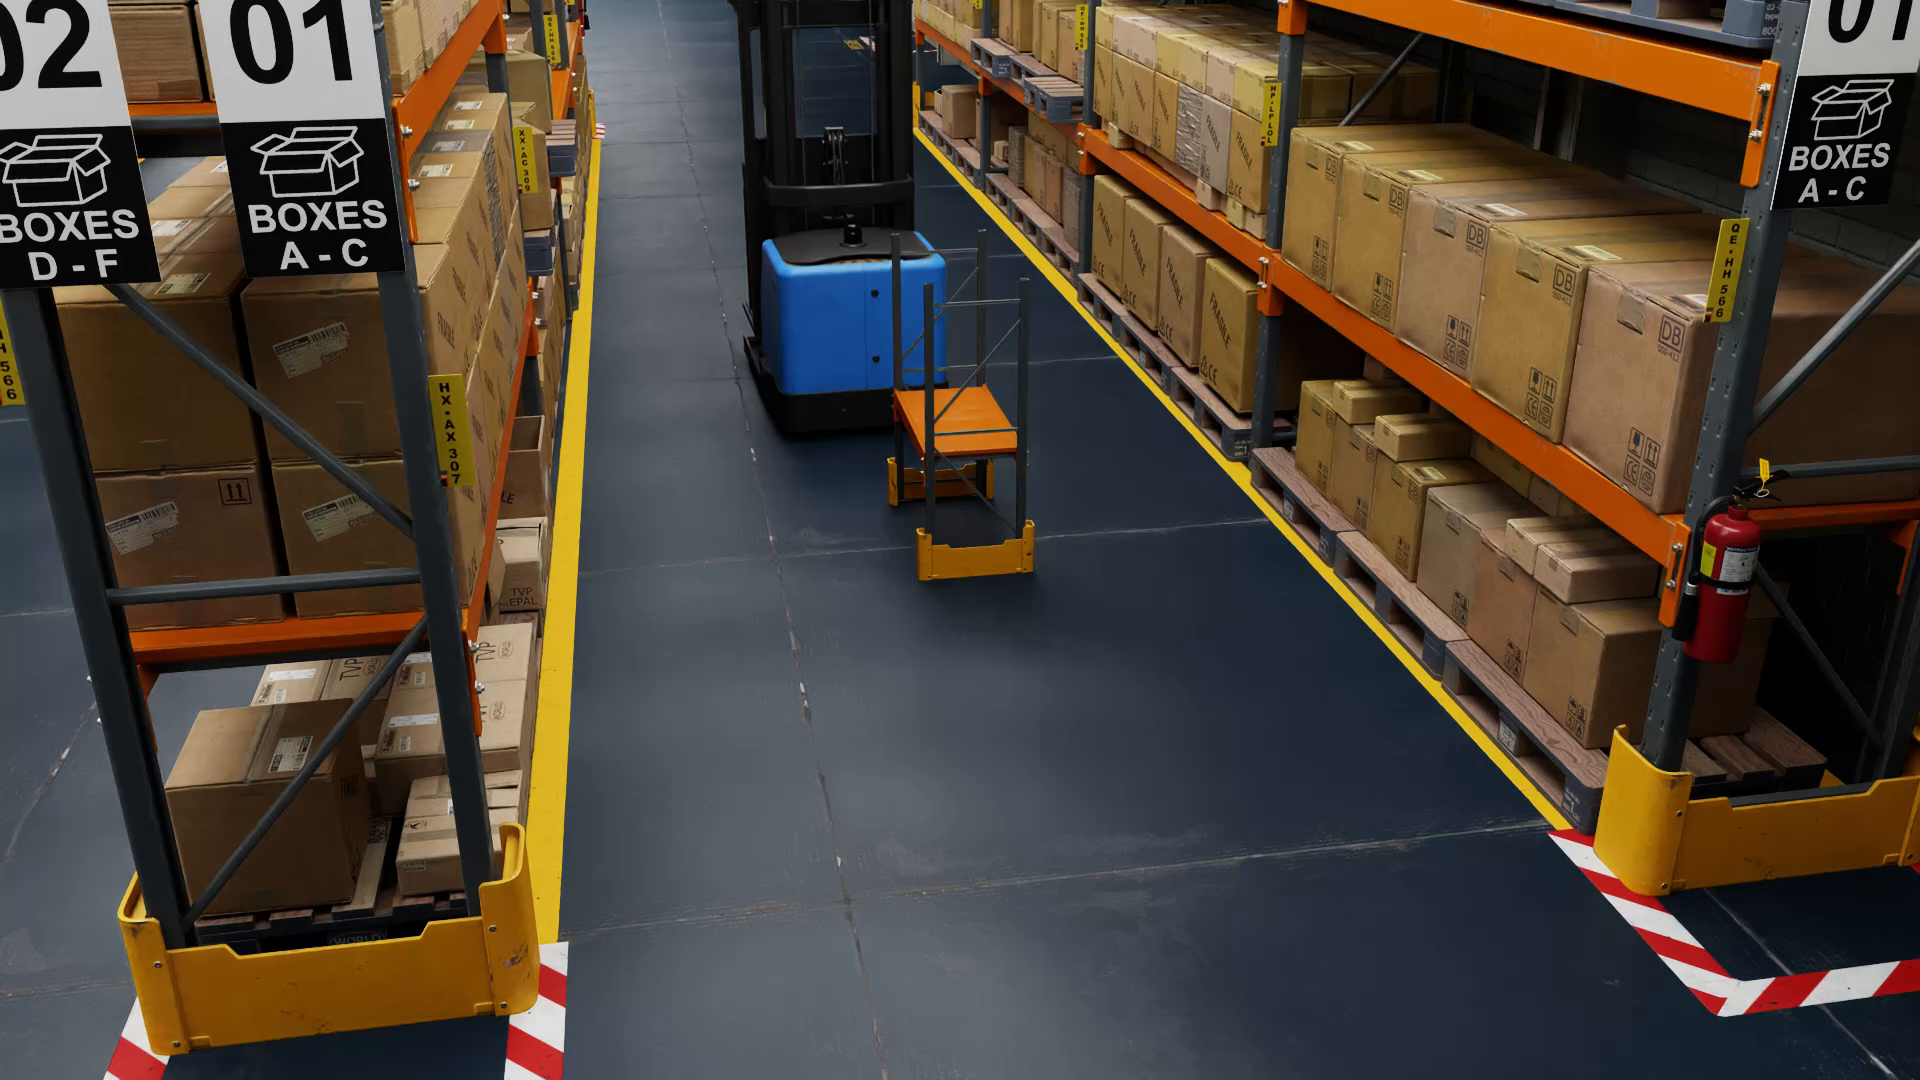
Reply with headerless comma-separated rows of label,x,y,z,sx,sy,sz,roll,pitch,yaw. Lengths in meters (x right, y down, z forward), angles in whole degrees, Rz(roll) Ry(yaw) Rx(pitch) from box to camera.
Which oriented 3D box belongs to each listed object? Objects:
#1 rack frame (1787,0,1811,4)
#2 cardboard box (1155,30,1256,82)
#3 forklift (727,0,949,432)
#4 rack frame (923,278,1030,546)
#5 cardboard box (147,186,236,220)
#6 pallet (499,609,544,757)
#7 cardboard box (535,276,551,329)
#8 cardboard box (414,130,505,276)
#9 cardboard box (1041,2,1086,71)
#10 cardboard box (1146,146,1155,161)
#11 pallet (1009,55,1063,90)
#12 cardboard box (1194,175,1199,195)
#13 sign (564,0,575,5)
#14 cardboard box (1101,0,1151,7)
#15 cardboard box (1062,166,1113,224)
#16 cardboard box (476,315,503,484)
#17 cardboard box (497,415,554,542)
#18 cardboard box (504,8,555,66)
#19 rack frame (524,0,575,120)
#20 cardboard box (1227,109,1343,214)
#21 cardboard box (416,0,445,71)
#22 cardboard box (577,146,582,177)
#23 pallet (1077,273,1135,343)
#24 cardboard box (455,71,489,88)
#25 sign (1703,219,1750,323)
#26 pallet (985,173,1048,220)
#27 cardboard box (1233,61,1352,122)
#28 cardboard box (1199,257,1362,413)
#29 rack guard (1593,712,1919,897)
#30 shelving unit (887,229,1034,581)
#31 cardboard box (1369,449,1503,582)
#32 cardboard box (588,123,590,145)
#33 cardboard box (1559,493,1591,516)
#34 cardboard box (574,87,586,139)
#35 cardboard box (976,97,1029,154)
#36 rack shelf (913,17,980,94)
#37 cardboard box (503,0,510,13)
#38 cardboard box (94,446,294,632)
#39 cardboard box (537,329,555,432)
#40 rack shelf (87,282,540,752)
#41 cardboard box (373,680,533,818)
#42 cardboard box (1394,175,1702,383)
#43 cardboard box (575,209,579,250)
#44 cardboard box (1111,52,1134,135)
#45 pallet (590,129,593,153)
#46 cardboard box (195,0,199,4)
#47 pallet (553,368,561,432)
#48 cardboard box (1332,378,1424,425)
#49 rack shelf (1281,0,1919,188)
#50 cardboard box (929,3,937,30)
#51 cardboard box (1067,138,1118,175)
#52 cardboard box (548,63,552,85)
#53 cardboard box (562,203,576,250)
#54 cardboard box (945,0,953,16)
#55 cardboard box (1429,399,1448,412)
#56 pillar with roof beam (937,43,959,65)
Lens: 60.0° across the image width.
rack frame,2.924,-2.981,4.333,1.000,3.000,0.127,-4,24,-10
cardboard box,1.572,-3.108,10.660,0.500,0.250,0.500,-5,24,-11
forklift,-0.897,-2.558,10.946,1.130,2.935,3.031,-5,24,-12
rack frame,0.078,-0.521,8.069,0.500,1.500,0.032,-4,24,-10
cardboard box,-2.491,-0.925,5.746,0.500,0.500,0.500,-4,24,-8
pallet,-2.329,0.592,7.132,1.003,0.211,1.213,-4,24,-10
cardboard box,-2.719,-1.439,9.933,0.500,0.250,0.500,-4,24,-10
cardboard box,-2.145,-1.362,6.747,0.500,0.500,0.500,-4,24,-9
cardboard box,1.095,-4.299,14.170,0.700,0.500,0.500,-4,24,-10
cardboard box,1.506,-2.724,11.529,0.380,0.149,0.250,-4,24,-9
pallet,1.038,-4.066,14.553,1.003,0.211,1.213,-4,24,-10
cardboard box,1.683,-2.215,10.362,0.380,0.149,0.250,-4,24,-10
sign,-3.631,-5.122,15.383,0.100,0.325,0.005,-4,24,-10
cardboard box,1.277,-4.182,13.093,0.380,0.149,0.250,-8,25,-19
cardboard box,1.279,-2.925,14.274,0.700,0.500,0.500,-4,24,-10
cardboard box,-1.957,-0.504,6.031,0.500,0.500,0.500,-4,24,-10
cardboard box,-2.299,-0.290,8.240,0.500,0.500,0.500,-4,24,-10
cardboard box,-4.251,-4.804,15.877,0.700,0.500,0.500,-5,24,-11
rack frame,-4.163,-4.584,15.498,1.000,3.000,0.127,-4,24,-10
cardboard box,1.851,-2.160,9.425,0.500,0.500,0.500,-5,24,-11
cardboard box,-1.869,-1.588,5.079,0.500,0.250,0.500,-4,24,-10
cardboard box,-3.704,-3.431,15.068,0.500,0.311,0.500,-4,24,-8
pallet,1.516,-1.785,12.574,1.003,0.211,1.213,-4,24,-10
cardboard box,-3.215,-2.636,10.387,0.700,0.500,0.500,0,24,0
sign,2.388,-0.836,5.175,0.100,0.325,0.005,-4,24,-10
pallet,0.850,-3.368,16.198,1.003,0.211,1.213,-4,24,-10
cardboard box,1.846,-2.505,9.280,0.500,0.250,0.500,-4,24,-8
cardboard box,1.936,-1.259,10.045,0.750,0.750,0.750,-4,24,-9
rack guard,2.928,0.923,6.012,1.175,0.500,0.348,-4,24,-10
shelving unit,-0.014,-0.717,8.518,0.587,1.500,1.083,-4,24,-10
cardboard box,2.404,-0.151,7.946,0.700,0.500,0.500,-4,24,-9
cardboard box,-4.224,-4.312,17.785,0.500,0.250,0.500,-4,24,-10
cardboard box,2.775,-0.107,7.036,0.380,0.149,0.250,-4,24,-9
cardboard box,-4.041,-4.262,16.734,0.500,0.500,0.500,-4,24,-10
cardboard box,0.473,-4.413,17.681,0.500,0.500,0.500,-6,24,-14
rack shelf,0.335,-5.409,18.286,1.077,0.370,4.000,-4,24,-10
cardboard box,-4.424,-5.018,15.557,0.380,0.149,0.250,-4,24,-10
cardboard box,-2.294,-0.066,5.028,0.500,0.500,0.500,-4,24,-8
cardboard box,-2.643,-0.911,9.661,0.500,0.500,0.500,-4,24,-9
rack shelf,-2.314,-0.321,6.636,1.077,0.370,4.000,-4,24,-10
cardboard box,-1.858,0.763,6.141,0.500,0.250,0.500,-4,24,-10
cardboard box,2.542,-1.155,7.273,0.980,0.700,0.700,-5,24,-12
cardboard box,-3.427,-2.572,13.803,0.500,0.250,0.500,-5,24,-11
cardboard box,1.370,-3.153,11.701,0.500,0.500,0.500,-4,24,-8
pallet,-4.720,-4.582,18.977,1.003,0.211,1.213,-4,24,-10
cardboard box,-1.783,-1.620,4.527,0.500,0.250,0.500,-4,24,-10
pallet,-3.100,-0.957,10.678,1.003,0.211,1.213,-4,24,-10
cardboard box,2.105,-0.700,8.392,0.380,0.149,0.250,-4,24,-8
rack shelf,2.554,-2.064,6.878,1.077,0.370,4.000,-4,24,-10
cardboard box,-0.058,-5.846,18.551,0.500,0.250,0.500,-5,24,-11
cardboard box,1.216,-3.287,14.164,0.500,0.250,0.500,-4,24,-9
cardboard box,-3.820,-4.190,14.764,0.396,0.266,0.258,-5,24,-11
cardboard box,-3.232,-2.428,12.771,0.500,0.311,0.500,-4,24,-8
cardboard box,0.133,-5.794,17.494,0.500,0.500,0.500,-5,24,-11
cardboard box,2.539,-0.609,8.184,0.380,0.149,0.250,-5,24,-11
pillar with roof beam,-4.396,-11.105,22.933,9.100,9.000,0.400,-4,24,-10
